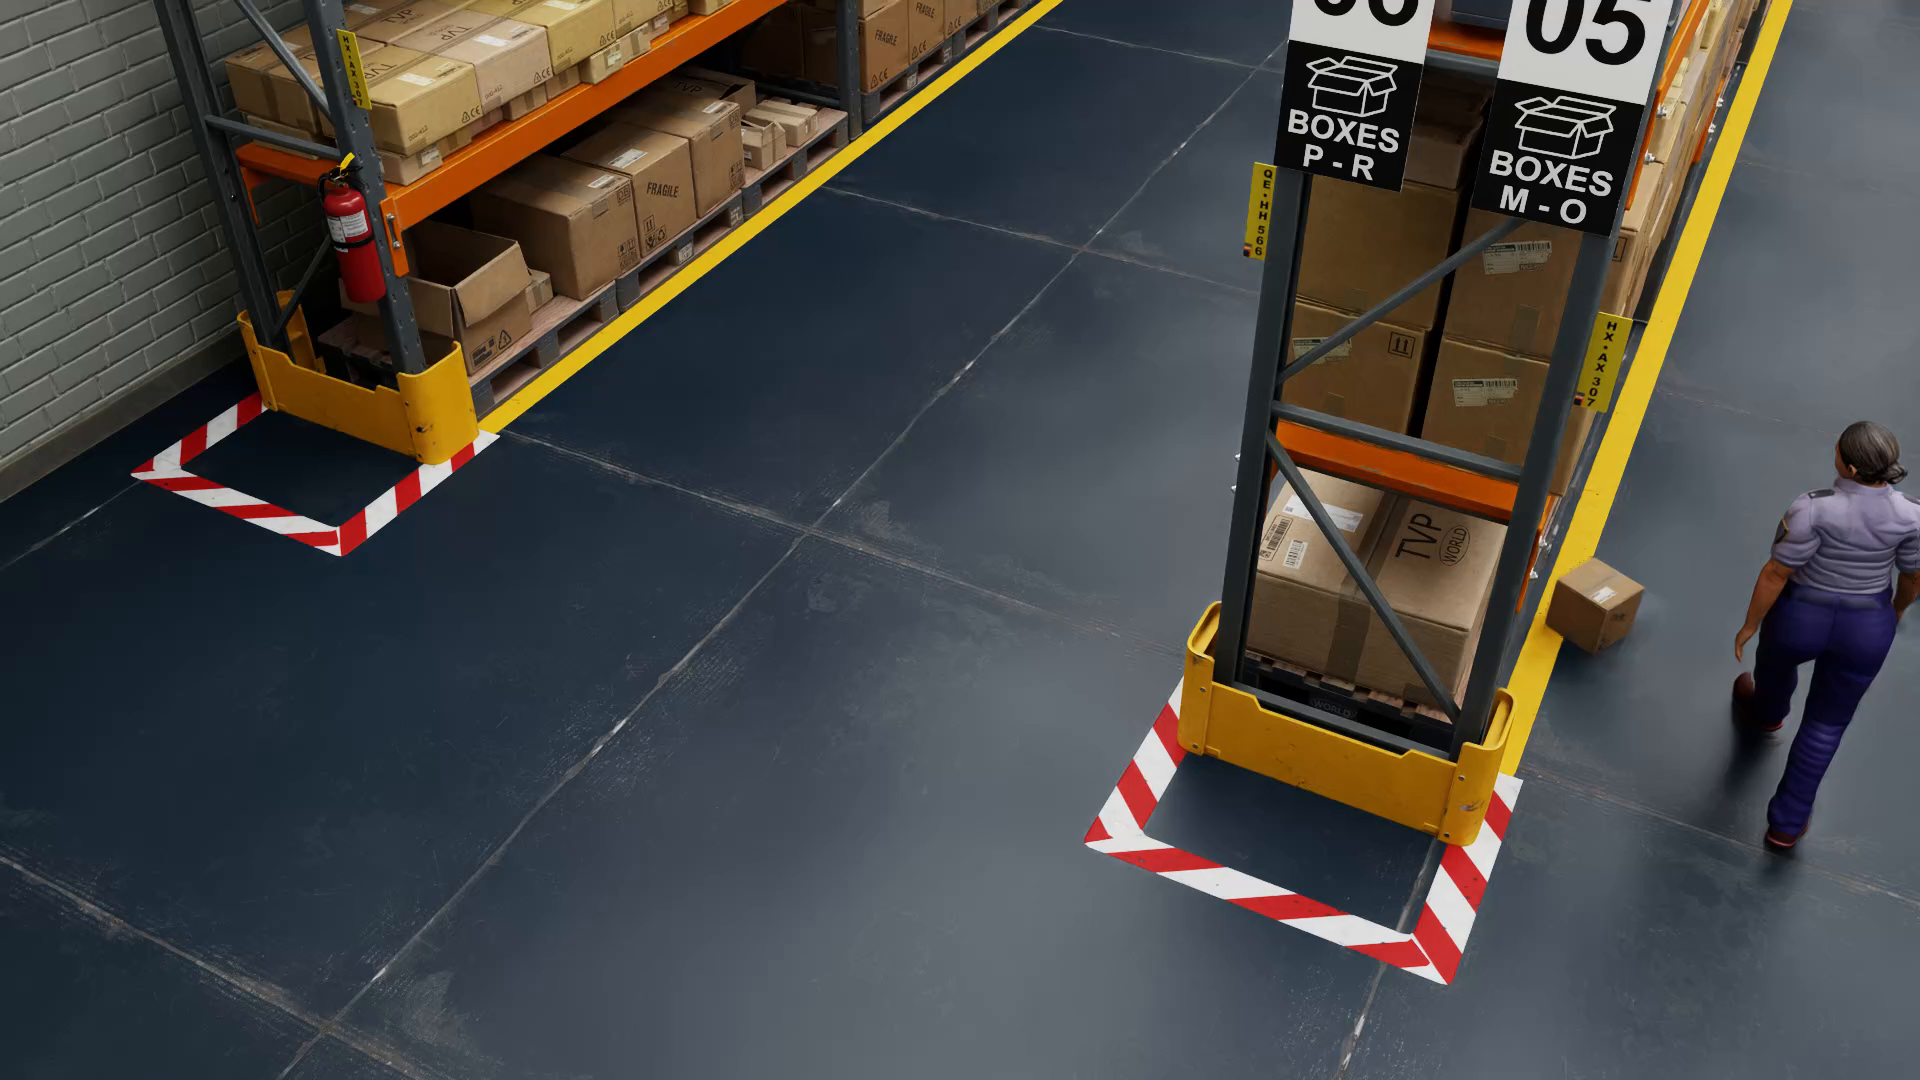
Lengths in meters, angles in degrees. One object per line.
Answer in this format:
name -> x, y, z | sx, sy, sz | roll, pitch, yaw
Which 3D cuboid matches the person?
person -> 3.048, 0.238, 5.864 | 0.528, 1.588, 0.942 | 14, 40, 17
